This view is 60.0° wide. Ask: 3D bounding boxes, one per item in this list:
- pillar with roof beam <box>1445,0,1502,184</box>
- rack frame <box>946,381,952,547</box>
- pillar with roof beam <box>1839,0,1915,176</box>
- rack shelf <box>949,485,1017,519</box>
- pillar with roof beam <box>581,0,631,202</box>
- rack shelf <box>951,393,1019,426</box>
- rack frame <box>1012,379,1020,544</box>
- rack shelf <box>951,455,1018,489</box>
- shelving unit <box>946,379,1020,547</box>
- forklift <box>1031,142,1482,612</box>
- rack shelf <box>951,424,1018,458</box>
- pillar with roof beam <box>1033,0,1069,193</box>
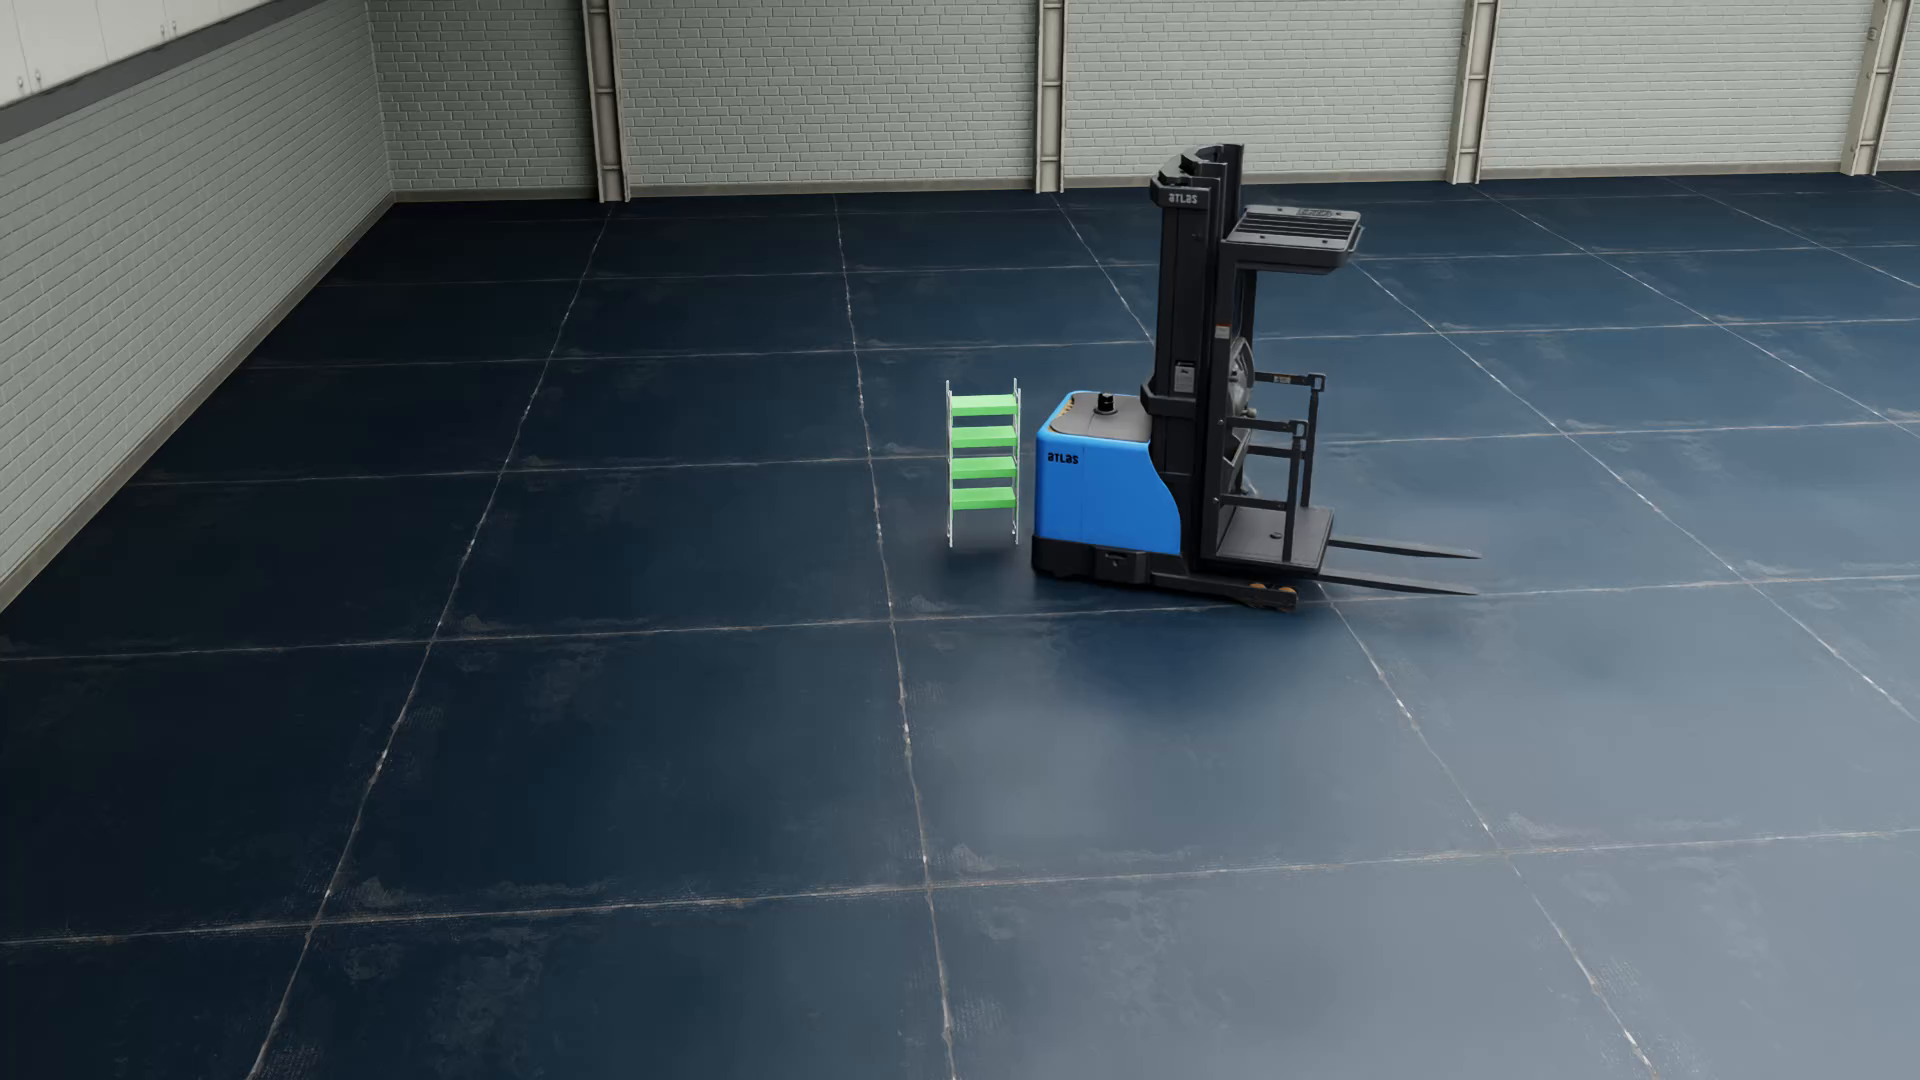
[{"bbox_3d":[7.632,-7.522,18.154,0.400,9.000,9.100,-2,24,-5],"label":"pillar with roof beam"},{"bbox_3d":[-0.078,-0.545,12.060,0.015,1.200,0.240,-2,24,-5],"label":"rack frame"},{"bbox_3d":[13.603,-7.761,18.693,0.400,9.000,9.100,-2,24,-5],"label":"pillar with roof beam"},{"bbox_3d":[0.165,-0.277,12.205,0.480,0.148,0.258,-2,24,-5],"label":"rack shelf"},{"bbox_3d":[-4.310,-7.043,17.076,0.400,9.000,9.100,-2,24,-5],"label":"pillar with roof beam"},{"bbox_3d":[0.165,-0.935,11.912,0.480,0.148,0.258,-2,24,-5],"label":"rack shelf"},{"bbox_3d":[0.408,-0.565,12.103,0.015,1.200,0.240,-2,24,-5],"label":"rack frame"},{"bbox_3d":[0.165,-0.496,12.107,0.480,0.148,0.258,-2,24,-5],"label":"rack shelf"},{"bbox_3d":[0.165,-0.555,12.081,0.503,1.200,0.258,-2,24,-5],"label":"shelving unit"},{"bbox_3d":[2.079,-1.095,11.165,3.031,2.935,1.130,7,25,16],"label":"forklift"},{"bbox_3d":[0.165,-0.716,12.010,0.480,0.148,0.258,-2,24,-5],"label":"rack shelf"},{"bbox_3d":[1.661,-7.282,17.615,0.400,9.000,9.100,-2,24,-5],"label":"pillar with roof beam"}]
